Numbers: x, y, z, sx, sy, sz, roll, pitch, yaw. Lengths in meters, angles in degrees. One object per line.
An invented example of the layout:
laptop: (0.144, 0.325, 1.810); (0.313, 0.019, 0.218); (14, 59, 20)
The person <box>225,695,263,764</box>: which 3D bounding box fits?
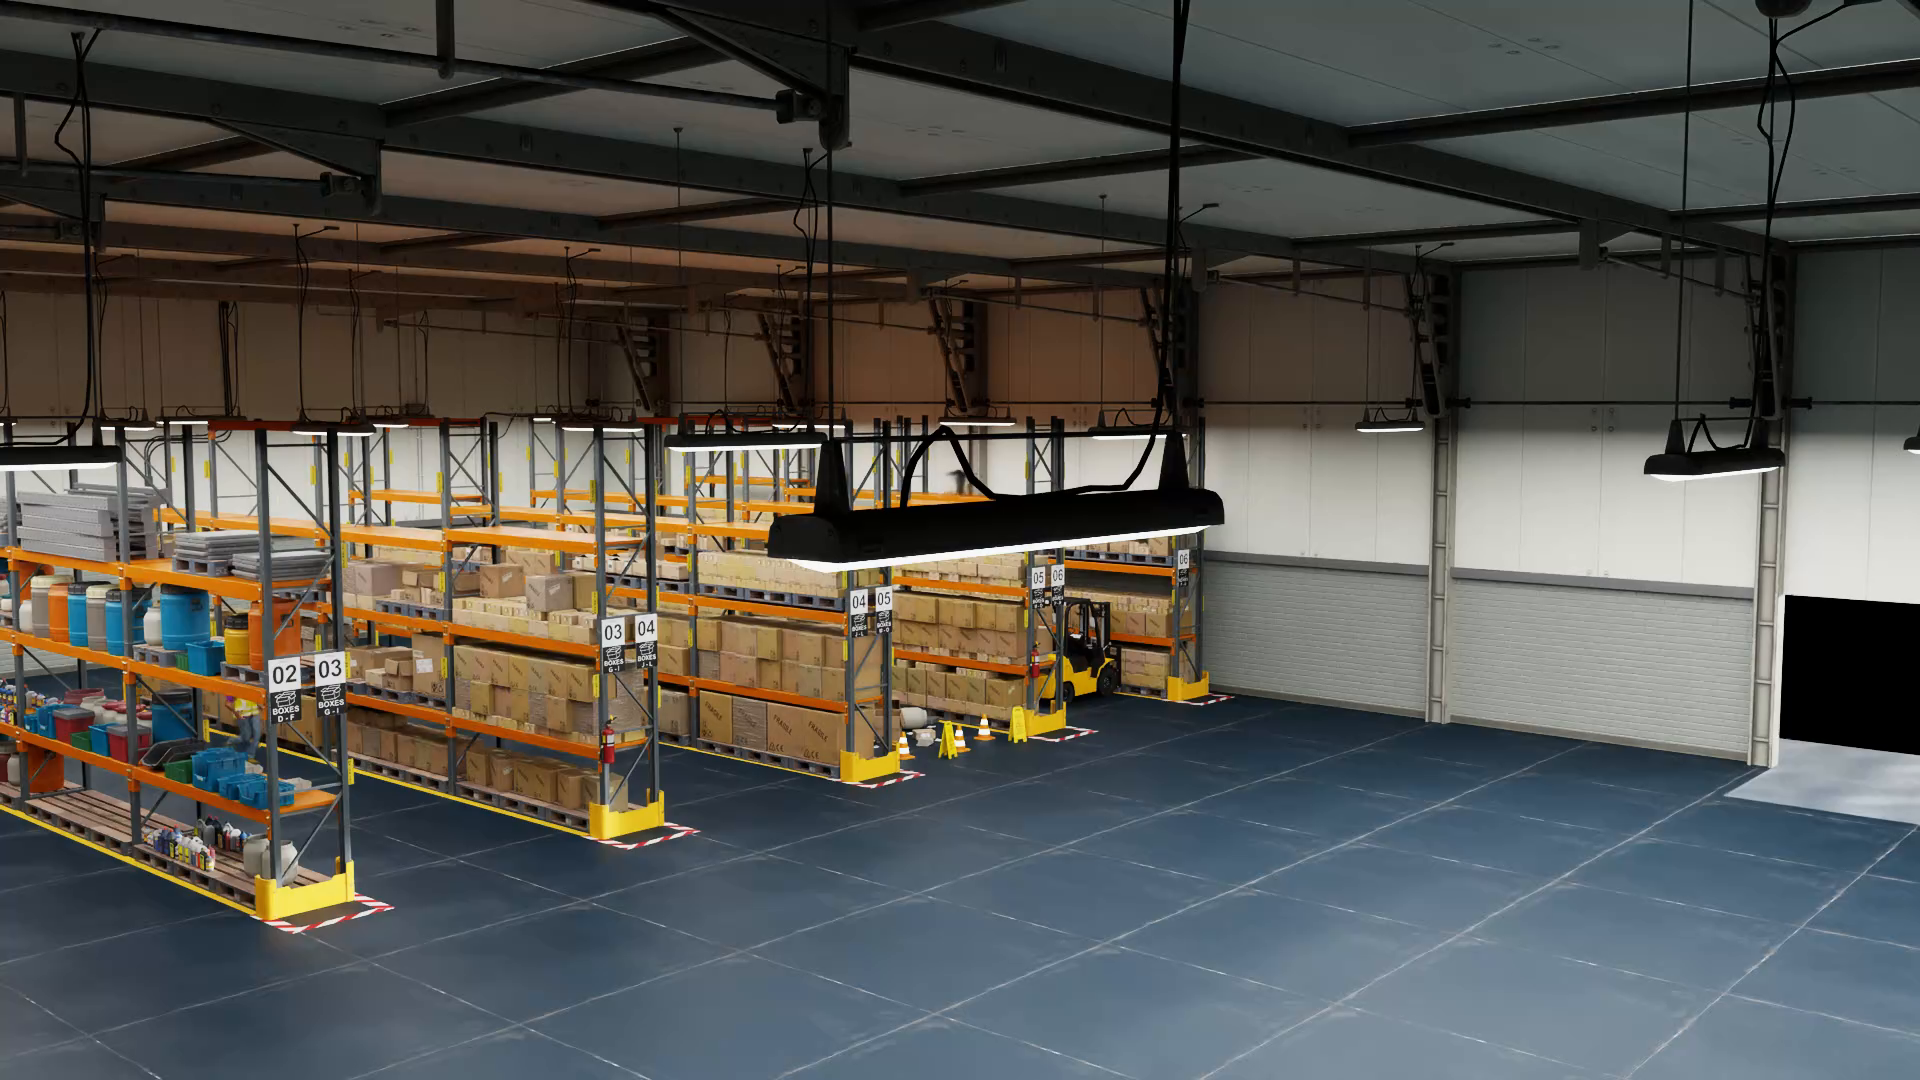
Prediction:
person: (-12.534, 3.063, 29.109); (0.712, 1.719, 0.708); (3, 5, 29)
